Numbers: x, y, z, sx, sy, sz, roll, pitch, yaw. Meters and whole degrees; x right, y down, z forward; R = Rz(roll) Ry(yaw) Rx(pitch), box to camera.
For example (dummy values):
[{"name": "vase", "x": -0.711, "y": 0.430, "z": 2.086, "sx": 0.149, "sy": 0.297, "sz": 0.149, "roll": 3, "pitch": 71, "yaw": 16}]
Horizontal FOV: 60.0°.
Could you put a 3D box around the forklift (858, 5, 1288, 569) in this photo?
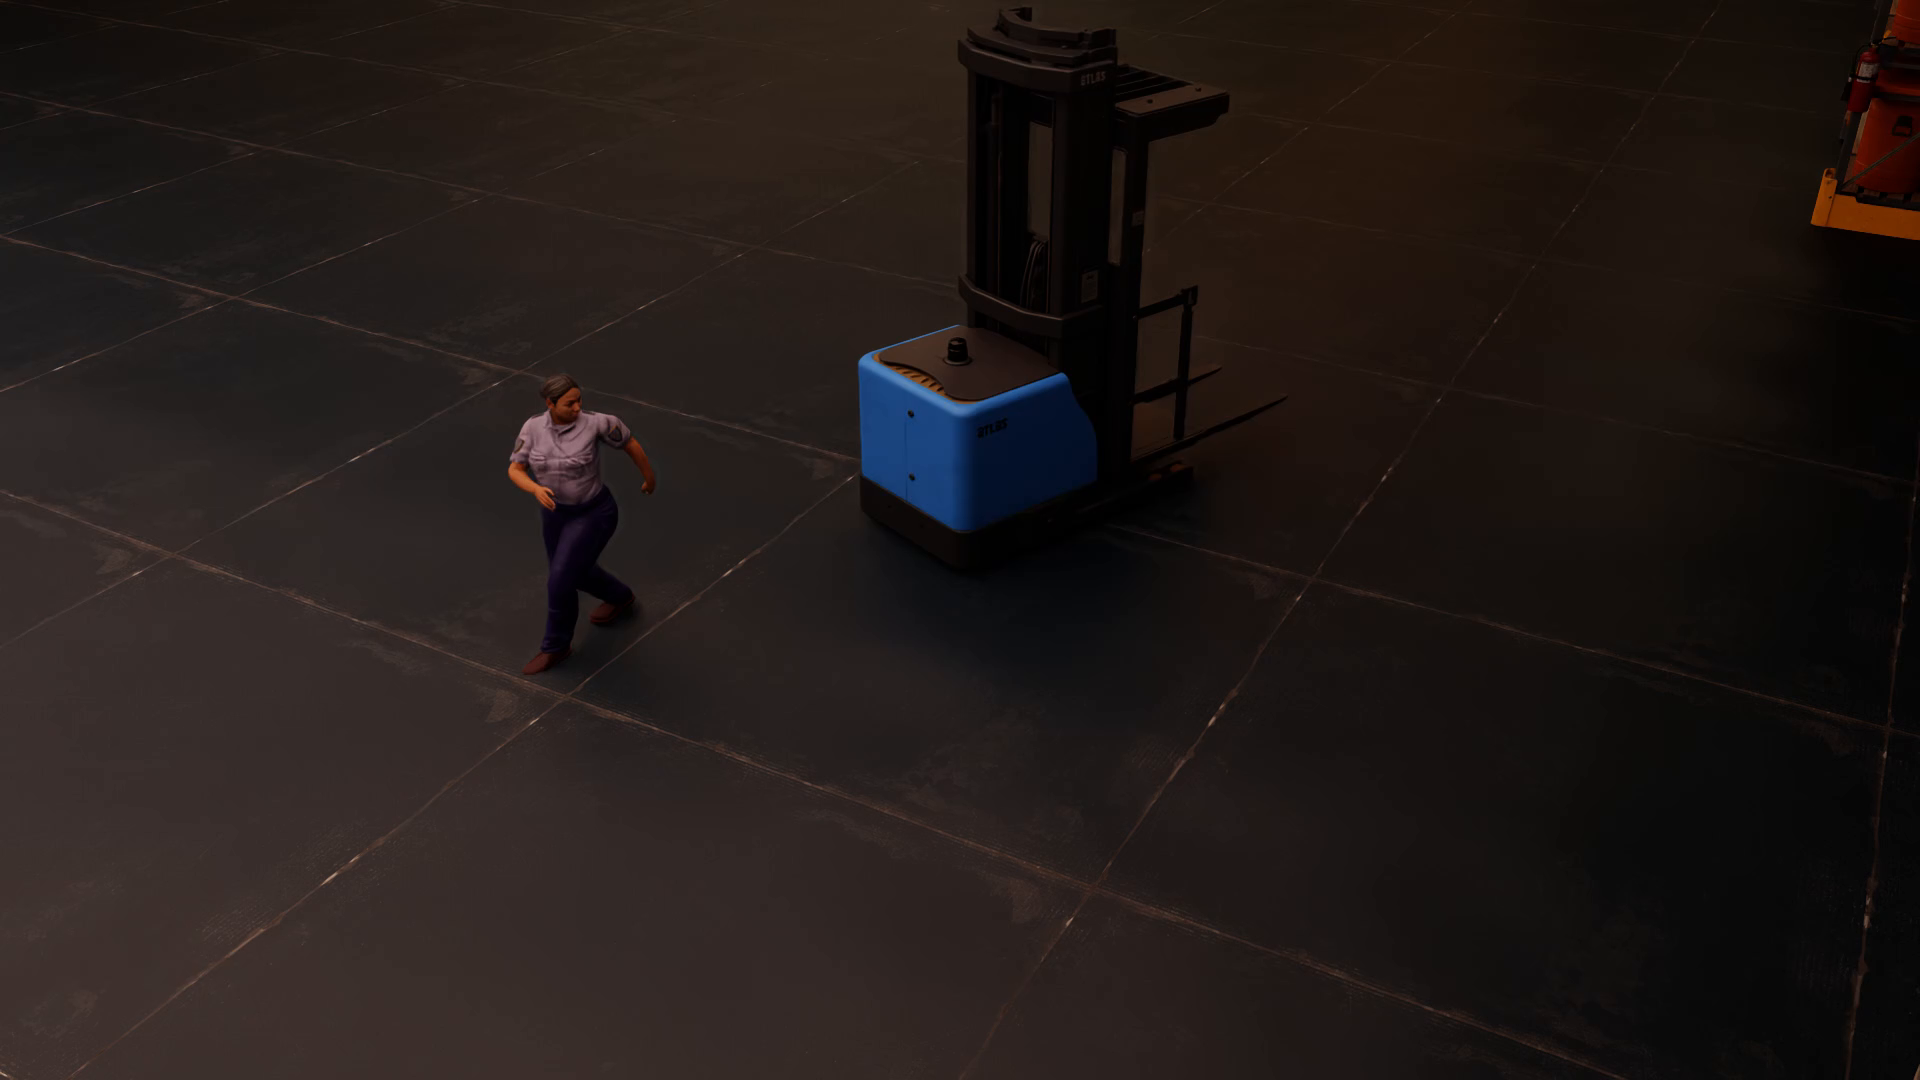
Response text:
[{"name": "forklift", "x": 0.846, "y": -1.703, "z": 10.021, "sx": 3.031, "sy": 2.935, "sz": 1.130, "roll": -22, "pitch": 37, "yaw": -33}]

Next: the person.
[{"name": "person", "x": -2.033, "y": -0.135, "z": 8.706, "sx": 0.498, "sy": 1.594, "sz": 0.900, "roll": 17, "pitch": 34, "yaw": 26}]
